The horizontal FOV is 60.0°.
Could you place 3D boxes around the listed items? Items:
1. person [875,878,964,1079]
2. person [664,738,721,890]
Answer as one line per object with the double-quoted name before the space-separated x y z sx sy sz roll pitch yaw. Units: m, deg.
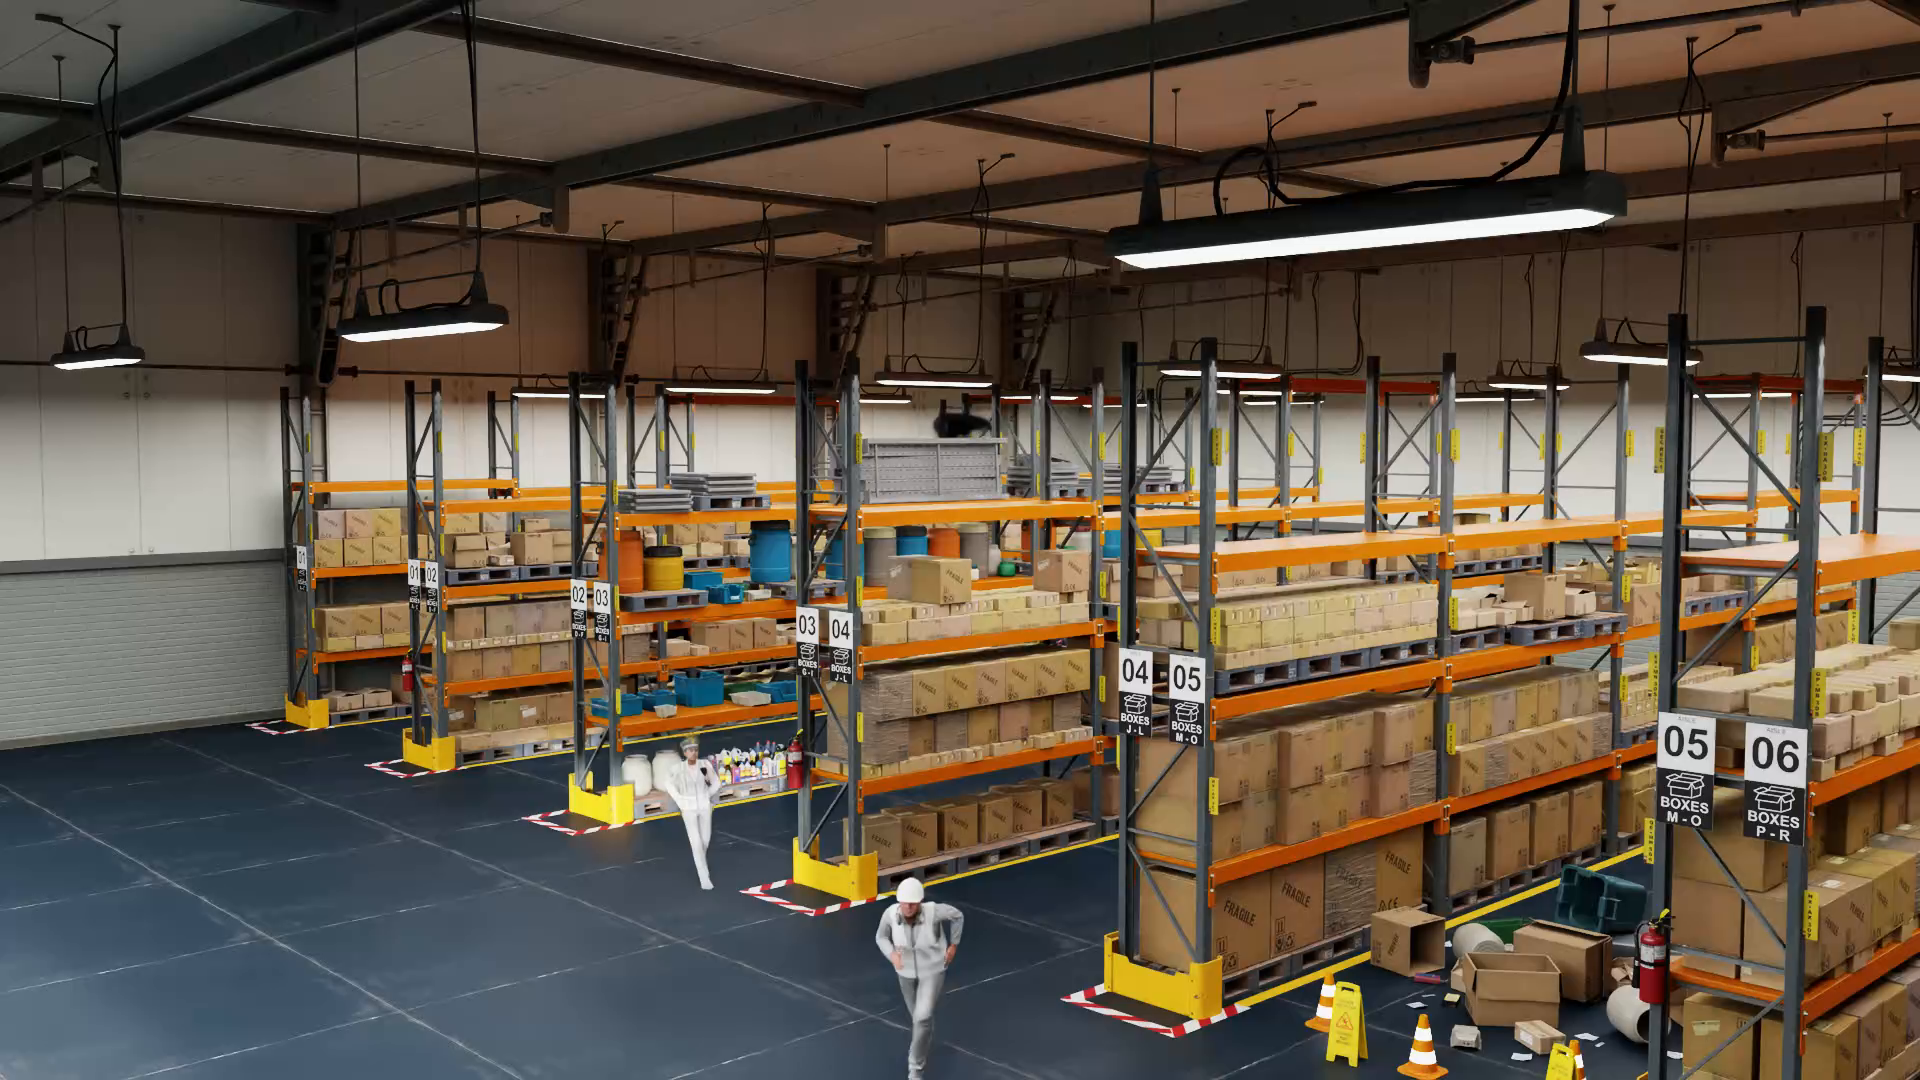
"person" -0.310 3.481 13.397 0.701 1.716 1.044 1 4 8
"person" -3.063 3.103 19.142 0.626 1.710 0.826 -1 4 -22
